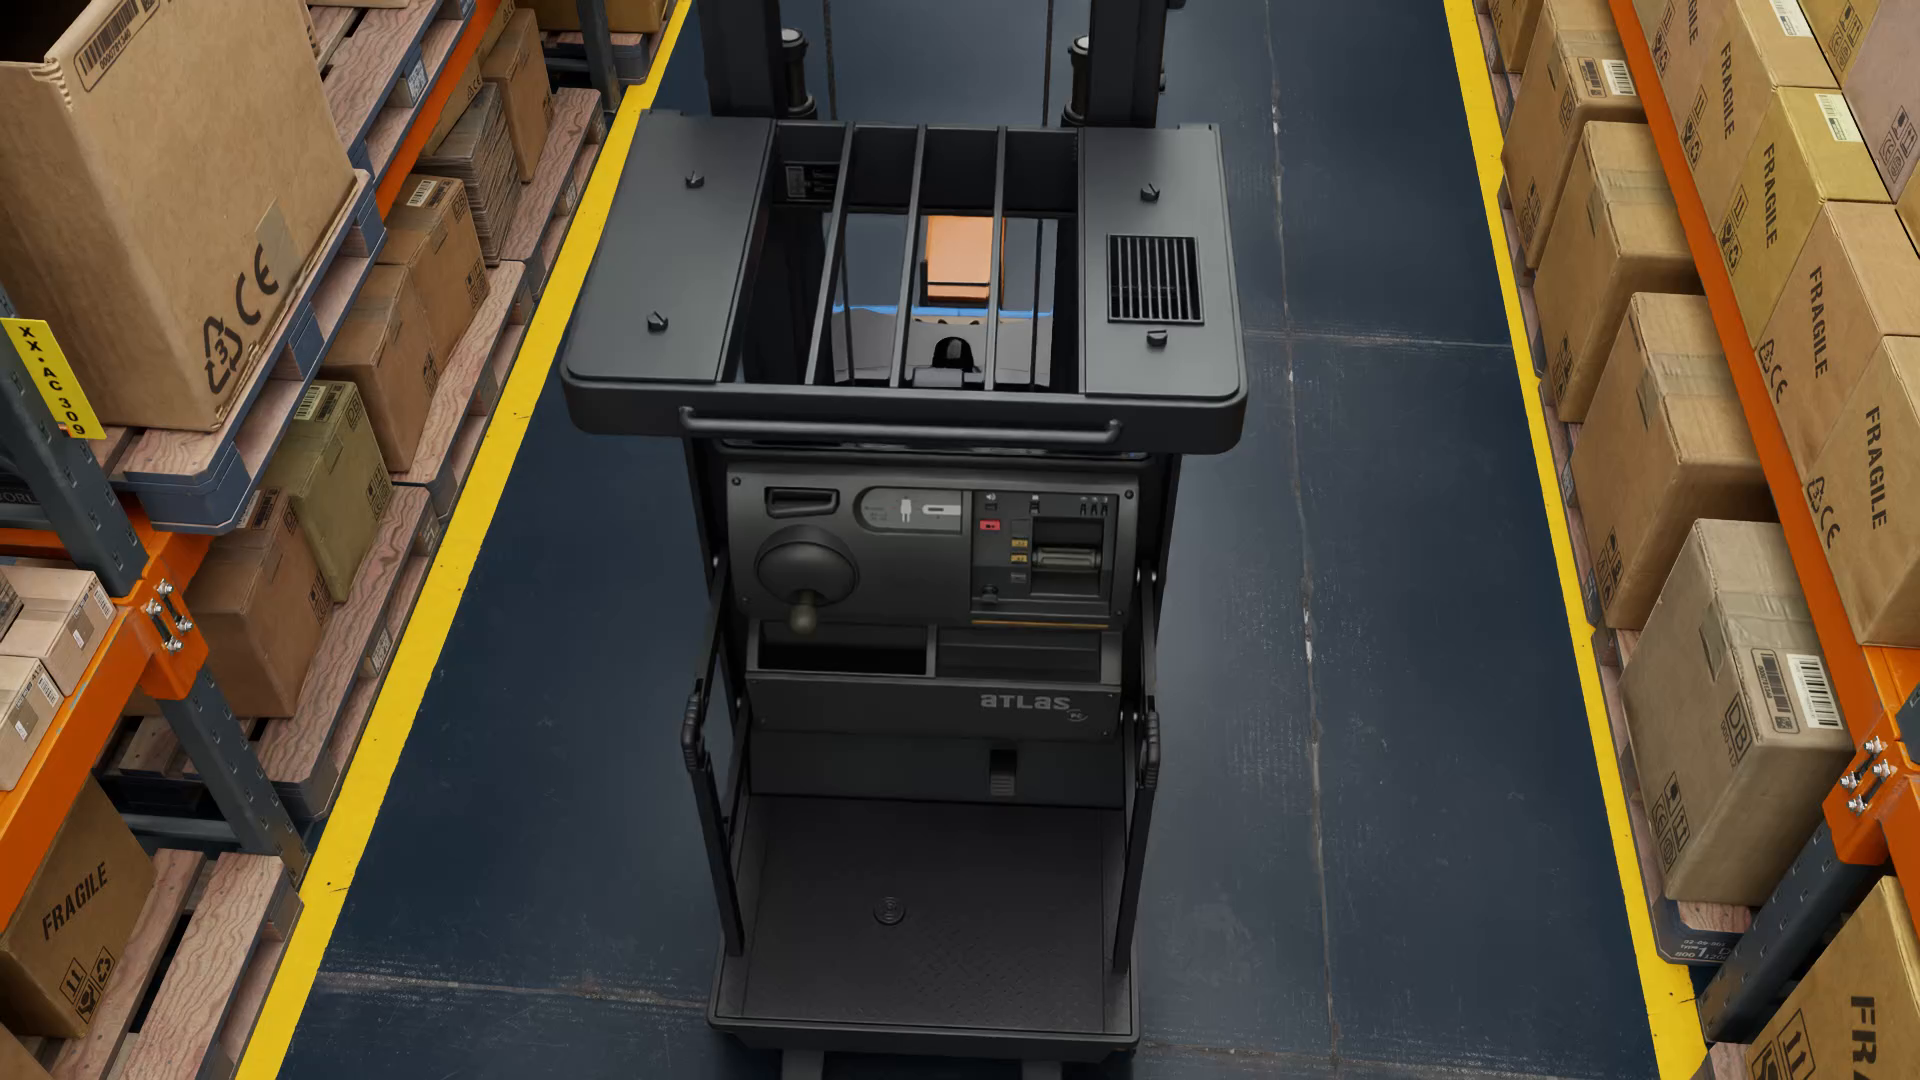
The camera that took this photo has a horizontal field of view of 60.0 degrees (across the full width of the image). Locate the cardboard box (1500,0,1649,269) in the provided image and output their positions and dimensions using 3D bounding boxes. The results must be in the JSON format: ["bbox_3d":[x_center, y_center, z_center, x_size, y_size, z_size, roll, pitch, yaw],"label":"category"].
[{"bbox_3d":[2.738,-1.540,6.366,1.050,0.750,0.750,3,48,3],"label":"cardboard box"}]

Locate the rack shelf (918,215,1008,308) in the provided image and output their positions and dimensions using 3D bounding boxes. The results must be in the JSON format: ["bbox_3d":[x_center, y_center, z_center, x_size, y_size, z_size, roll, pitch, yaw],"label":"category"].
[{"bbox_3d":[0.015,-0.860,5.191,0.258,0.148,0.480,2,48,2],"label":"rack shelf"}]

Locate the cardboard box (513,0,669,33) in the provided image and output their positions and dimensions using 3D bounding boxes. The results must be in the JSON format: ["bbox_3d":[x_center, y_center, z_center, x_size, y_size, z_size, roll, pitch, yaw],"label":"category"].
[{"bbox_3d":[-1.963,-2.937,7.559,1.225,0.875,0.875,2,48,2],"label":"cardboard box"}]

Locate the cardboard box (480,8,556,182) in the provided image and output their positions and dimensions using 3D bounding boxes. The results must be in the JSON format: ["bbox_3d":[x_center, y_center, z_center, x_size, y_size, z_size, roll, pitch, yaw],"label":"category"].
[{"bbox_3d":[-2.088,-1.818,6.776,0.700,0.500,0.500,2,48,1],"label":"cardboard box"}]

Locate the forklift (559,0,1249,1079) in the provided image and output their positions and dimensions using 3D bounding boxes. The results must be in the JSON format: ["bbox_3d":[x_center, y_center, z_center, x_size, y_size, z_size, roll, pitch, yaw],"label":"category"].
[{"bbox_3d":[-0.072,0.129,3.646,1.130,2.935,3.031,2,48,2],"label":"forklift"}]

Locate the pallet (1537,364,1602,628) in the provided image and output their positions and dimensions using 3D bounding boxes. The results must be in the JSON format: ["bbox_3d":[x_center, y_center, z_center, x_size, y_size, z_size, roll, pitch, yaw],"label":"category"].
[{"bbox_3d":[2.623,-0.190,5.780,1.003,0.211,1.213,4,48,4],"label":"pallet"}]

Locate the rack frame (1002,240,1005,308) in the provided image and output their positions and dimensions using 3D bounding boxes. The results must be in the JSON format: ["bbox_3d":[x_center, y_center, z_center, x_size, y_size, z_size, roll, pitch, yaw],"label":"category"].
[{"bbox_3d":[0.026,-0.774,5.645,0.240,1.200,0.015,2,48,2],"label":"rack frame"}]

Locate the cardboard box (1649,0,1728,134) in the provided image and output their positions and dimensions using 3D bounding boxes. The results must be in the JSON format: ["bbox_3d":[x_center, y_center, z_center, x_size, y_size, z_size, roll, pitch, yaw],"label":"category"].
[{"bbox_3d":[2.484,-1.577,5.092,0.500,0.500,0.500,4,48,3],"label":"cardboard box"}]

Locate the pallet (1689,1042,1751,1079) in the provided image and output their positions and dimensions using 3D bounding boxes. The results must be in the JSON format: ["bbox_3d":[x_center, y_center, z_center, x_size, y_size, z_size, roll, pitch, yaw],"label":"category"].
[{"bbox_3d":[2.372,1.835,3.929,1.003,0.211,1.213,4,48,4],"label":"pallet"}]

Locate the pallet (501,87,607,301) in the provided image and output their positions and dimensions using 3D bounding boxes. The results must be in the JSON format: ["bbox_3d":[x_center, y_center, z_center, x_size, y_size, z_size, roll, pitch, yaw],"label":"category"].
[{"bbox_3d":[-2.119,-1.492,6.971,1.003,0.211,1.213,4,48,4],"label":"pallet"}]

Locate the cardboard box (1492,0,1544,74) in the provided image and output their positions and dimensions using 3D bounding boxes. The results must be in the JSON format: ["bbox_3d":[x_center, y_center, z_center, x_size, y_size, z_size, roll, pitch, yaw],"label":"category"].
[{"bbox_3d":[2.683,-2.398,7.320,0.500,0.500,0.500,4,48,3],"label":"cardboard box"}]

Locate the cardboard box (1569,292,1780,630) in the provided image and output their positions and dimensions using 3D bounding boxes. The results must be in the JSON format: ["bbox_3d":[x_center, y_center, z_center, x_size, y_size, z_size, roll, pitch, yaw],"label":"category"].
[{"bbox_3d":[2.578,-0.213,5.152,1.050,0.750,0.750,4,48,4],"label":"cardboard box"}]

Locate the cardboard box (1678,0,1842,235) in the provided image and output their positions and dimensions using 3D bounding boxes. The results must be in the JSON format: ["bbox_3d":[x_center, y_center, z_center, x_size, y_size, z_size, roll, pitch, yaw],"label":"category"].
[{"bbox_3d":[2.436,-1.211,4.757,0.500,0.500,0.500,3,48,3],"label":"cardboard box"}]

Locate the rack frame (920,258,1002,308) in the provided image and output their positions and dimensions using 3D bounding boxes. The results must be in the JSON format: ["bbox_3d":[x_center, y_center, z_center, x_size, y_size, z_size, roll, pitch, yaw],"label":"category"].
[{"bbox_3d":[0.003,-0.415,5.316,0.240,1.200,0.015,2,48,2],"label":"rack frame"}]

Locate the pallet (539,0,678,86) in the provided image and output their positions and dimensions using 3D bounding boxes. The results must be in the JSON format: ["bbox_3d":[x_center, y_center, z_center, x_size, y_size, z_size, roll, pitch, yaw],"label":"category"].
[{"bbox_3d":[-1.900,-2.640,8.022,1.003,0.211,1.213,4,48,4],"label":"pallet"}]

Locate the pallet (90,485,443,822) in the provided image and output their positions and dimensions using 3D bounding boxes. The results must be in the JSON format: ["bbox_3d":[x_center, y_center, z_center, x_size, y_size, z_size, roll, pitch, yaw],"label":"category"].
[{"bbox_3d":[-2.342,0.301,5.331,1.003,0.211,1.213,4,48,4],"label":"pallet"}]

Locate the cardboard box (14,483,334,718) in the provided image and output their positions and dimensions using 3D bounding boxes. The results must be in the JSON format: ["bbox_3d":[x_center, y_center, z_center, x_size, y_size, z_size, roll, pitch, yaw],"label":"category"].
[{"bbox_3d":[-2.334,0.178,4.950,0.700,0.500,0.500,1,48,1],"label":"cardboard box"}]

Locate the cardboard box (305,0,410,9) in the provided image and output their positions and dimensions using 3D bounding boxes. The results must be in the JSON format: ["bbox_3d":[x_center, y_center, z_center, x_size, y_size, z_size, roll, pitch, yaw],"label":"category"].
[{"bbox_3d":[-1.930,-1.860,5.225,0.396,0.266,0.258,3,48,2],"label":"cardboard box"}]

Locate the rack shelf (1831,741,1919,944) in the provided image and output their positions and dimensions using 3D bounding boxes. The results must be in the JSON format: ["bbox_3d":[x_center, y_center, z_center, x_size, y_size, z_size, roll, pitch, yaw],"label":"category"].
[{"bbox_3d":[2.337,2.053,2.327,1.077,0.370,4.000,4,48,4],"label":"rack shelf"}]

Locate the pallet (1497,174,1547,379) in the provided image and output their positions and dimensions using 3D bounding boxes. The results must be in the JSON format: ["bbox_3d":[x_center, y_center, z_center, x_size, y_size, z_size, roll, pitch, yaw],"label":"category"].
[{"bbox_3d":[2.736,-1.084,6.598,1.003,0.211,1.213,4,48,4],"label":"pallet"}]

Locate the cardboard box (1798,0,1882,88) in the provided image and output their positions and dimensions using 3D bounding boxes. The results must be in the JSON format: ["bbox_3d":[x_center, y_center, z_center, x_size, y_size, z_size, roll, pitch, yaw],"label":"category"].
[{"bbox_3d":[2.697,-1.517,4.359,0.700,0.500,0.500,3,48,3],"label":"cardboard box"}]

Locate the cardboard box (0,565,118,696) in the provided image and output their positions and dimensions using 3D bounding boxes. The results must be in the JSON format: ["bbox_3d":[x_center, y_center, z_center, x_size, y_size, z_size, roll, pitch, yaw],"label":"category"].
[{"bbox_3d":[-2.138,0.195,3.709,0.380,0.149,0.250,4,48,4],"label":"cardboard box"}]

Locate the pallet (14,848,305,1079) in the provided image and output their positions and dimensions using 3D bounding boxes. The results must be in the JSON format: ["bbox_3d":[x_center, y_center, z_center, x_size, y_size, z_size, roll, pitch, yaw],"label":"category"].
[{"bbox_3d":[-2.437,1.369,4.355,1.003,0.211,1.213,4,48,4],"label":"pallet"}]

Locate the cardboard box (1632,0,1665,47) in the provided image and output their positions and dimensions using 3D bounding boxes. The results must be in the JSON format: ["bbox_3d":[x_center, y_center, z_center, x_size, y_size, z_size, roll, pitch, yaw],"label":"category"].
[{"bbox_3d":[2.530,-1.947,5.431,0.500,0.500,0.500,3,48,3],"label":"cardboard box"}]

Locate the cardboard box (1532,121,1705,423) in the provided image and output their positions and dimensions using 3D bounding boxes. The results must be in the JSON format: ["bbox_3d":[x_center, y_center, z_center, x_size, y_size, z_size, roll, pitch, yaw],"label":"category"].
[{"bbox_3d":[2.662,-0.898,5.778,1.050,0.750,0.750,5,48,4],"label":"cardboard box"}]

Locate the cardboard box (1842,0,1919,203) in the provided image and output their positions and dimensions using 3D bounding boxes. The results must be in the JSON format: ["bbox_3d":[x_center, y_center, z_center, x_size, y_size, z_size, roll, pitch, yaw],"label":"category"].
[{"bbox_3d":[2.650,-1.146,4.020,0.700,0.500,0.500,4,48,4],"label":"cardboard box"}]

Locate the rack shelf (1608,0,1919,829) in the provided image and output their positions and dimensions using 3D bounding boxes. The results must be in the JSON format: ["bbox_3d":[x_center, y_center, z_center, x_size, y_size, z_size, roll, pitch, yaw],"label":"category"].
[{"bbox_3d":[2.701,-0.887,5.016,1.077,0.370,4.000,4,48,4],"label":"rack shelf"}]

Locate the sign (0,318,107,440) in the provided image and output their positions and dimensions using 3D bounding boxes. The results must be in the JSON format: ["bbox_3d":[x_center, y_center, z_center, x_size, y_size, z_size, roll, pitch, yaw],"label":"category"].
[{"bbox_3d":[-1.870,-0.329,3.431,0.100,0.325,0.005,4,48,4],"label":"sign"}]

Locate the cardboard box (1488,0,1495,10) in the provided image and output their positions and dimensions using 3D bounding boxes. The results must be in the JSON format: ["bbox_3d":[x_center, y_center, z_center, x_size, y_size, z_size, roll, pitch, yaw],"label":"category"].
[{"bbox_3d":[2.734,-2.780,7.669,0.500,0.500,0.500,6,48,5],"label":"cardboard box"}]

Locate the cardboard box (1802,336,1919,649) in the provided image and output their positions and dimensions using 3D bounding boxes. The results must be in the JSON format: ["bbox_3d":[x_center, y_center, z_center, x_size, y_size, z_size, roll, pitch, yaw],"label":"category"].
[{"bbox_3d":[2.300,-0.095,3.736,0.500,0.500,0.500,4,48,3],"label":"cardboard box"}]

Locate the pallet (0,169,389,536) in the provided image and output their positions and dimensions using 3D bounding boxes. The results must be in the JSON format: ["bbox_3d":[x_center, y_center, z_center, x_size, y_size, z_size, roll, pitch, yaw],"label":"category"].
[{"bbox_3d":[-2.197,-0.555,4.355,1.003,0.211,1.213,4,48,4],"label":"pallet"}]

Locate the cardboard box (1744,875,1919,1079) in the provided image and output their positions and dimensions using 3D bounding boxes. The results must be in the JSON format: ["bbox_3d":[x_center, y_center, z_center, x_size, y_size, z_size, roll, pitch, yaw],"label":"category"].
[{"bbox_3d":[2.392,1.373,3.617,0.875,0.875,0.875,5,48,4],"label":"cardboard box"}]

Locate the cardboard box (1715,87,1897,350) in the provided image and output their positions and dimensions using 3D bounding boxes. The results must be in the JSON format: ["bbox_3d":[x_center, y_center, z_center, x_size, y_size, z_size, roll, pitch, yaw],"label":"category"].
[{"bbox_3d":[2.392,-0.838,4.416,0.500,0.500,0.500,4,48,4],"label":"cardboard box"}]

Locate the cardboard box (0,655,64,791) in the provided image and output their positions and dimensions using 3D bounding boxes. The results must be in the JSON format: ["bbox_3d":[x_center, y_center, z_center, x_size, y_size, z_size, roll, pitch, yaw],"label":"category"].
[{"bbox_3d":[-2.170,0.378,3.542,0.380,0.149,0.250,4,48,4],"label":"cardboard box"}]

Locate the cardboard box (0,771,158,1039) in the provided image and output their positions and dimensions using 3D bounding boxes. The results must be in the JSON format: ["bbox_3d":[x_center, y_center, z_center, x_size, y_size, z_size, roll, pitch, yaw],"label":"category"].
[{"bbox_3d":[-2.488,0.925,4.280,0.500,0.500,0.500,3,48,2],"label":"cardboard box"}]

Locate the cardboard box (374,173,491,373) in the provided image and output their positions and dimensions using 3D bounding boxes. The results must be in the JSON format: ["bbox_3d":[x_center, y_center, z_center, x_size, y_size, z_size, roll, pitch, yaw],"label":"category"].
[{"bbox_3d":[-2.171,-0.993,6.021,0.700,0.500,0.500,7,48,7],"label":"cardboard box"}]

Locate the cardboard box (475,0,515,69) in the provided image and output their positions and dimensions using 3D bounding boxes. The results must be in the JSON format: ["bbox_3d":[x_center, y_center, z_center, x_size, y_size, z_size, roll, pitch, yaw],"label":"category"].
[{"bbox_3d":[-2.078,-2.071,6.499,0.500,0.250,0.500,6,48,5],"label":"cardboard box"}]

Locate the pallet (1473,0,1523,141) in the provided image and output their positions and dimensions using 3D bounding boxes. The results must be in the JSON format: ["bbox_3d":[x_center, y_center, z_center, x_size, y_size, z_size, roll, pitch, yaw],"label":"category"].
[{"bbox_3d":[2.956,-2.232,7.649,1.003,0.211,1.213,4,48,4],"label":"pallet"}]

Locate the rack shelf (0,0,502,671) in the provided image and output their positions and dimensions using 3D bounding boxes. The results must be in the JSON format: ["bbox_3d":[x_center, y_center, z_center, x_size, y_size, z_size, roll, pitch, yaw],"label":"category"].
[{"bbox_3d":[-2.229,-1.295,5.389,1.077,0.370,4.000,4,48,4],"label":"rack shelf"}]

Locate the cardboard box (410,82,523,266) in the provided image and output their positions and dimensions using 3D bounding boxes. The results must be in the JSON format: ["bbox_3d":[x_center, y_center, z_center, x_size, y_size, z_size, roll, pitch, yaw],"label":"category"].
[{"bbox_3d":[-2.126,-1.410,6.402,0.700,0.500,0.500,0,48,0],"label":"cardboard box"}]

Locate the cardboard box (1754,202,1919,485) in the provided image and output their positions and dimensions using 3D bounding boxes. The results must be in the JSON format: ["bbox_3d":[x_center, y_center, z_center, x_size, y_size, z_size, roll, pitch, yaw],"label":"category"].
[{"bbox_3d":[2.346,-0.466,4.076,0.500,0.500,0.500,3,48,3],"label":"cardboard box"}]

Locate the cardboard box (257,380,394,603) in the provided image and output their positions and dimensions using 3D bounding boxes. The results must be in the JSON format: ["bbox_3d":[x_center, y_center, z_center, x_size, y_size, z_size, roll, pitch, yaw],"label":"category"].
[{"bbox_3d":[-2.272,-0.171,5.270,0.700,0.500,0.500,4,48,3],"label":"cardboard box"}]

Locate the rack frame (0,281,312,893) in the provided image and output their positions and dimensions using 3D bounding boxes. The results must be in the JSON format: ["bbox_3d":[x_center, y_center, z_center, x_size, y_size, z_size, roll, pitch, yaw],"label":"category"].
[{"bbox_3d":[-2.411,-0.068,3.779,1.000,3.000,0.127,4,48,4],"label":"rack frame"}]

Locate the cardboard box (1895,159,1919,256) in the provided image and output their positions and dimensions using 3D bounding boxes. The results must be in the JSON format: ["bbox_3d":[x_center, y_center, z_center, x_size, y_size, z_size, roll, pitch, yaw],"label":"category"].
[{"bbox_3d":[2.603,-0.774,3.680,0.700,0.500,0.500,3,48,3],"label":"cardboard box"}]

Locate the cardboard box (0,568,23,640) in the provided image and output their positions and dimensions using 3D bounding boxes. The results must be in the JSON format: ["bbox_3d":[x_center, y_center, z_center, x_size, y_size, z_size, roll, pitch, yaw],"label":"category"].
[{"bbox_3d":[-2.514,0.125,3.334,0.875,0.500,0.500,4,48,4],"label":"cardboard box"}]

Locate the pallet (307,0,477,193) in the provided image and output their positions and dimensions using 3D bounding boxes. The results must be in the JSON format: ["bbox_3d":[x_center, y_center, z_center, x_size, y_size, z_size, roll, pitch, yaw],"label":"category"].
[{"bbox_3d":[-2.186,-1.485,5.205,1.003,0.211,1.213,4,48,4],"label":"pallet"}]

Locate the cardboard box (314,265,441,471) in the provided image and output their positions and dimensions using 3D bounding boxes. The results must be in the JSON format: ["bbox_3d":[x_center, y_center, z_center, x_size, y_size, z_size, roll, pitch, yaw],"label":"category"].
[{"bbox_3d":[-2.221,-0.583,5.646,0.700,0.500,0.500,0,48,0],"label":"cardboard box"}]

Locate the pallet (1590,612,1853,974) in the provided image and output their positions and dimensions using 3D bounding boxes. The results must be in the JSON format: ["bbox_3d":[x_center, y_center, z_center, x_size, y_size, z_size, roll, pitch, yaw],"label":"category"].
[{"bbox_3d":[2.514,0.709,4.958,1.003,0.211,1.213,4,48,4],"label":"pallet"}]

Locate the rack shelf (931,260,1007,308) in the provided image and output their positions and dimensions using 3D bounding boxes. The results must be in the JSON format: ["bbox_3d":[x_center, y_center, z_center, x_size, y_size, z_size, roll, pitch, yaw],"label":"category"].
[{"bbox_3d":[0.015,-0.700,5.365,0.258,0.148,0.480,2,48,2],"label":"rack shelf"}]

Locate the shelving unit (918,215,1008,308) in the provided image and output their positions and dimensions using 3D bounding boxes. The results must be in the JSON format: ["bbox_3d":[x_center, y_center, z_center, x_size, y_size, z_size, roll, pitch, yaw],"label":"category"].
[{"bbox_3d":[0.015,-0.595,5.481,0.258,1.200,0.503,2,48,2],"label":"shelving unit"}]

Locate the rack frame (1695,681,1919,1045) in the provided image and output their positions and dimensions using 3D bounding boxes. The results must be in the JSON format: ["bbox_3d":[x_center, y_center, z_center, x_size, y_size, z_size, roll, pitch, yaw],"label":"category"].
[{"bbox_3d":[2.519,0.340,3.406,1.000,3.000,0.127,4,48,4],"label":"rack frame"}]

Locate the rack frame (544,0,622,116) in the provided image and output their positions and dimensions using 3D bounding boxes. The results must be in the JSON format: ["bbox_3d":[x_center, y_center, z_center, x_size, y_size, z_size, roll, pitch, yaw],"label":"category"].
[{"bbox_3d":[-2.047,-3.007,6.467,1.000,3.000,0.127,4,48,4],"label":"rack frame"}]

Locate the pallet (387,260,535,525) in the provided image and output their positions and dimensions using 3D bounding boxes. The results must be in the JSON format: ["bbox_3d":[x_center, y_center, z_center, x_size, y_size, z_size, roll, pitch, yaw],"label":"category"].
[{"bbox_3d":[-2.233,-0.598,6.154,1.003,0.211,1.213,4,48,4],"label":"pallet"}]

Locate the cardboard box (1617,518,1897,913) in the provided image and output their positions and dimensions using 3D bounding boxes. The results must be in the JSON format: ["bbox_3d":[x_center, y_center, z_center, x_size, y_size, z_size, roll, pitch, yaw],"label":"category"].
[{"bbox_3d":[2.486,0.496,4.504,1.050,0.750,0.750,4,48,3],"label":"cardboard box"}]

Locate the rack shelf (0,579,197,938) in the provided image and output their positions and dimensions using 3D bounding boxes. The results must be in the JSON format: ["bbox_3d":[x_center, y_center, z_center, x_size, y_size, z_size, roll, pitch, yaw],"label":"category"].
[{"bbox_3d":[-2.594,1.645,2.700,1.077,0.370,4.000,4,48,4],"label":"rack shelf"}]

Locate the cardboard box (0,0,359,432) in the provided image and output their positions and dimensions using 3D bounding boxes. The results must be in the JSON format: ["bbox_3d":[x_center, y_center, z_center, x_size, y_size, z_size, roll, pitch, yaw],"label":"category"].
[{"bbox_3d":[-2.199,-0.986,3.928,1.000,1.000,1.000,4,48,4],"label":"cardboard box"}]

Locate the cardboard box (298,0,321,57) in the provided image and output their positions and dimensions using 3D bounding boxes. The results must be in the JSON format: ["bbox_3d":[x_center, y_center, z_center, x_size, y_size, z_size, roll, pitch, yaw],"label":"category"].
[{"bbox_3d":[-2.345,-1.524,4.757,0.797,0.503,0.637,8,48,8],"label":"cardboard box"}]

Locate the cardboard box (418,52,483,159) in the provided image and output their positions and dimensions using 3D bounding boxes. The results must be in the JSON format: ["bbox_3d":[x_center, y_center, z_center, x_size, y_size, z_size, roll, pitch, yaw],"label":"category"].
[{"bbox_3d":[-2.116,-1.680,6.142,0.500,0.250,0.500,9,48,8],"label":"cardboard box"}]
